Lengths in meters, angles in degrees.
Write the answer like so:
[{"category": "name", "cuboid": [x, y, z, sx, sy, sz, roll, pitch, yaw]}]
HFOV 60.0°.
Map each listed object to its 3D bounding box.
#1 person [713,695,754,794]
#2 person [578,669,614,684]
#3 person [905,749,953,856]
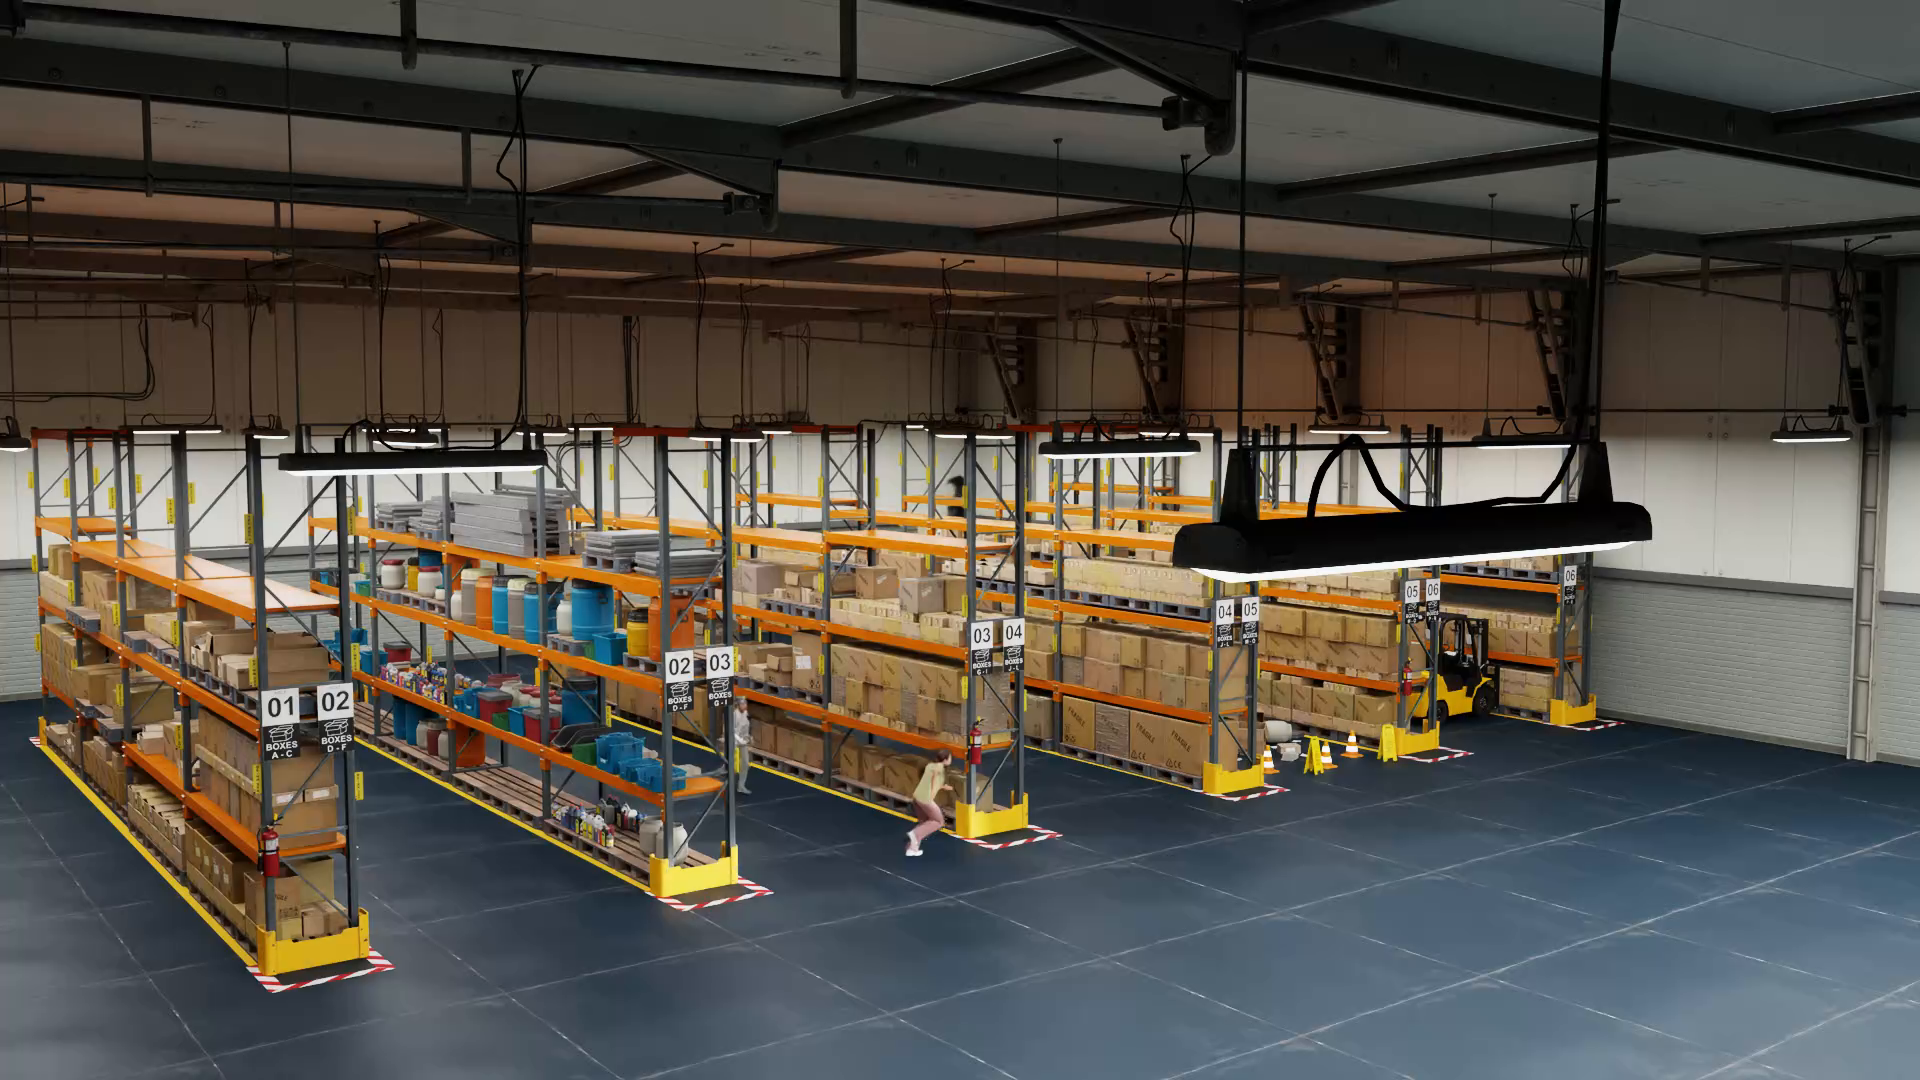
[{"category": "person", "cuboid": [-3.738, 3.359, 27.501, 0.722, 1.648, 0.612, 3, 6, 36]}, {"category": "person", "cuboid": [-7.146, 2.936, 32.697, 0.838, 1.767, 0.563, 4, 6, 41]}, {"category": "person", "cuboid": [-0.408, 3.732, 23.610, 0.776, 1.501, 0.612, -2, 5, -24]}]
